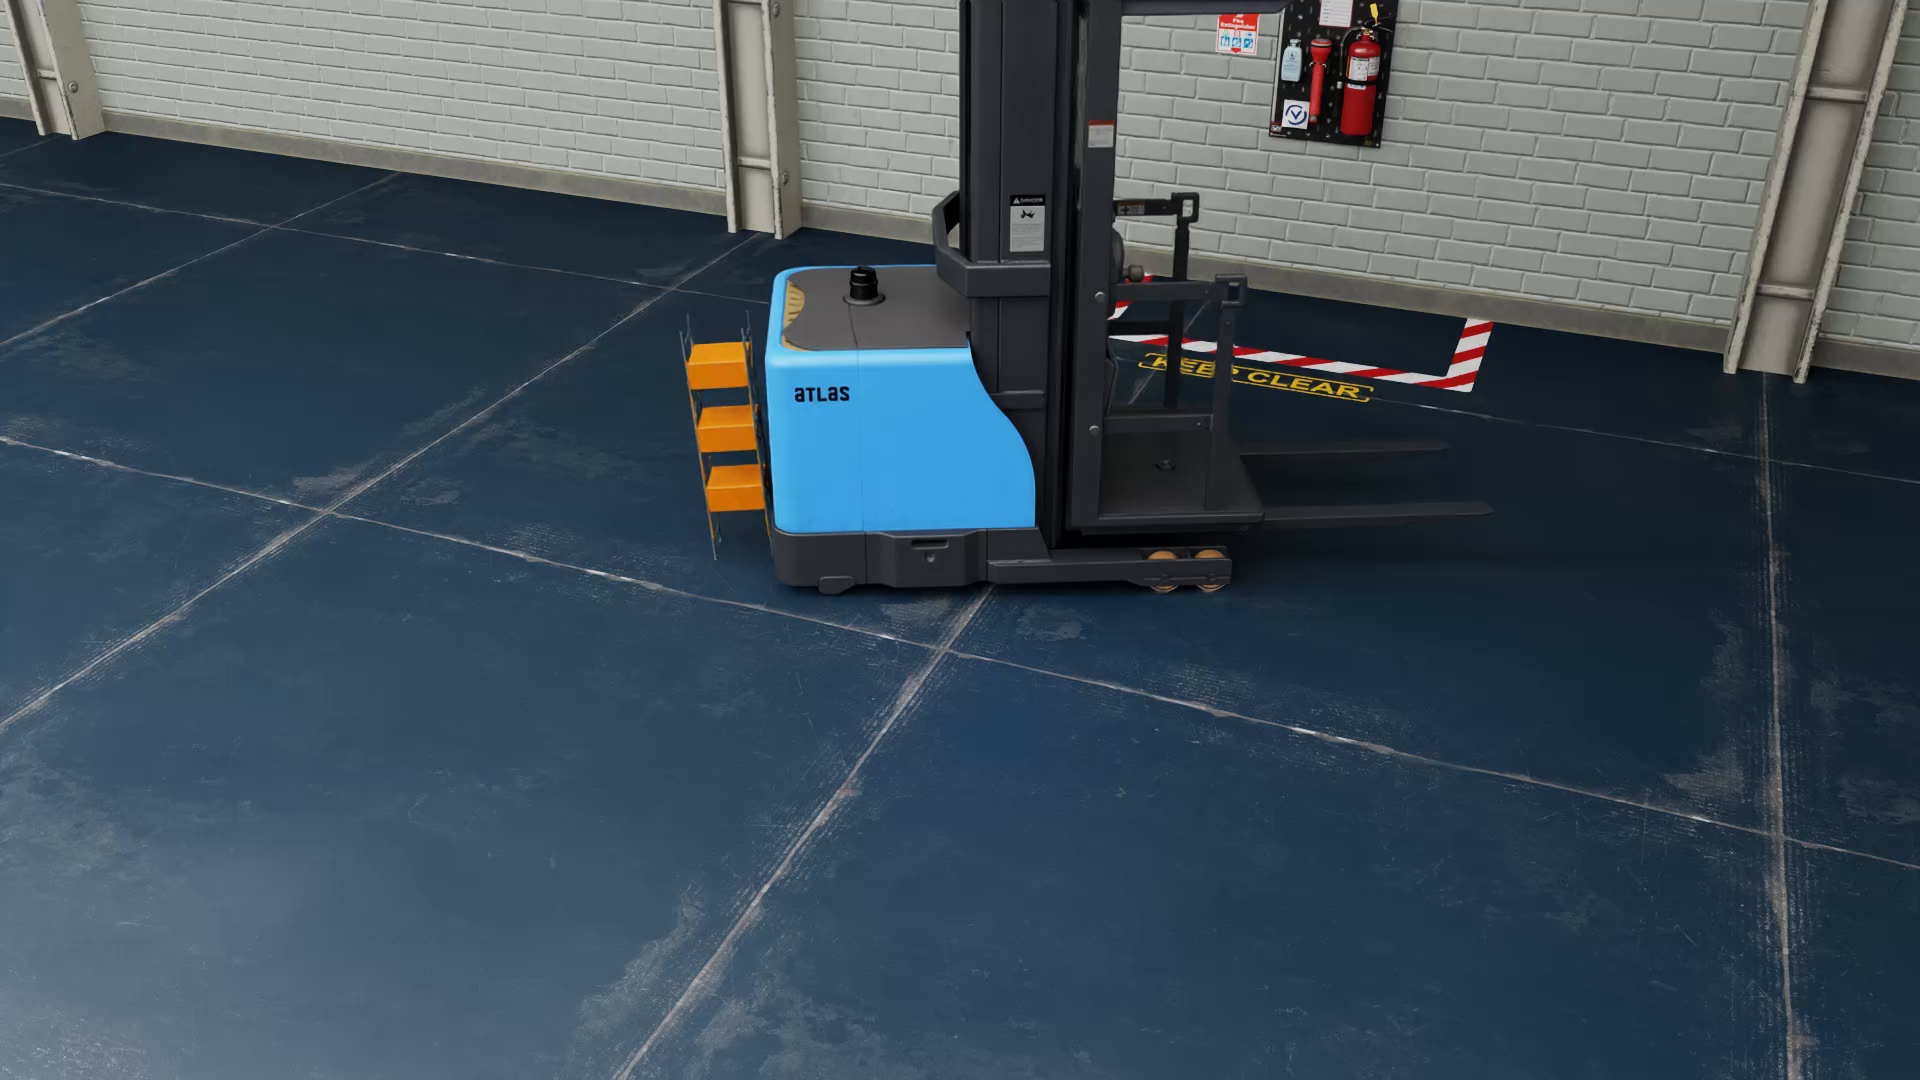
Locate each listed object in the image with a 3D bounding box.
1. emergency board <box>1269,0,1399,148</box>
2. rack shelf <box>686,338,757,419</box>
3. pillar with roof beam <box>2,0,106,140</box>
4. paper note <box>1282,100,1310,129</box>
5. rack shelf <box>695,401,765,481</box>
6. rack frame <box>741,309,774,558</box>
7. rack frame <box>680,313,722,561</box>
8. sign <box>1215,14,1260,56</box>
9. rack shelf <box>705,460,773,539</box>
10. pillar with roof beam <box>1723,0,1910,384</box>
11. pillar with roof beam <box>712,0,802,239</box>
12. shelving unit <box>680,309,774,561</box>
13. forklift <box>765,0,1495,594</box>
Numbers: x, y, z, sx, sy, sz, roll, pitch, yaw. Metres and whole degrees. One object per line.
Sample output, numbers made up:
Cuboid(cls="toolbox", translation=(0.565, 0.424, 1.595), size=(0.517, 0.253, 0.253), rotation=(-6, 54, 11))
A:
Cuboid(cls="emergency board", translation=(2.019, -2.704, 8.985), size=(0.643, 1.169, 0.194), rotation=(11, 31, 19))
Cuboid(cls="rack shelf", translation=(-0.969, -0.661, 6.785), size=(0.240, 0.259, 0.215), rotation=(-3, 29, 1))
Cuboid(cls="pillar with roof beam", translation=(-8.443, -5.098, 7.125), size=(0.400, 9.000, 9.100), rotation=(11, 31, 19))
Cuboid(cls="paper note", translation=(1.881, -2.385, 9.316), size=(0.142, 0.148, 0.016), rotation=(11, 31, 19))
Cuboid(cls="rack shelf", translation=(-0.952, -0.415, 6.924), size=(0.240, 0.259, 0.215), rotation=(-3, 29, 1))
Cuboid(cls="rack frame", translation=(-0.831, -0.431, 6.916), size=(0.008, 1.050, 0.200), rotation=(-3, 29, 1))
Cuboid(cls="rack frame", translation=(-1.074, -0.417, 6.922), size=(0.008, 1.050, 0.200), rotation=(-3, 29, 1))
Cuboid(cls="sign", translation=(1.545, -2.869, 9.241), size=(0.234, 0.329, 0.001), rotation=(11, 31, 19))
Cuboid(cls="rack shelf", translation=(-0.935, -0.173, 7.061), size=(0.240, 0.259, 0.215), rotation=(-3, 29, 1))
Cuboid(cls="pillar with roof beam", translation=(2.676, -2.878, 3.197), size=(0.400, 9.000, 9.100), rotation=(11, 31, 19))
Cuboid(cls="pillar with roof beam", translation=(-2.884, -3.988, 5.161), size=(0.400, 9.000, 9.100), rotation=(11, 31, 19))
Cuboid(cls="shelving unit", translation=(-0.952, -0.424, 6.919), size=(0.252, 1.050, 0.215), rotation=(-3, 29, 1))
Cuboid(cls="forklift", translation=(0.726, -1.322, 6.609), size=(3.031, 2.935, 1.130), rotation=(-2, 30, -3))
